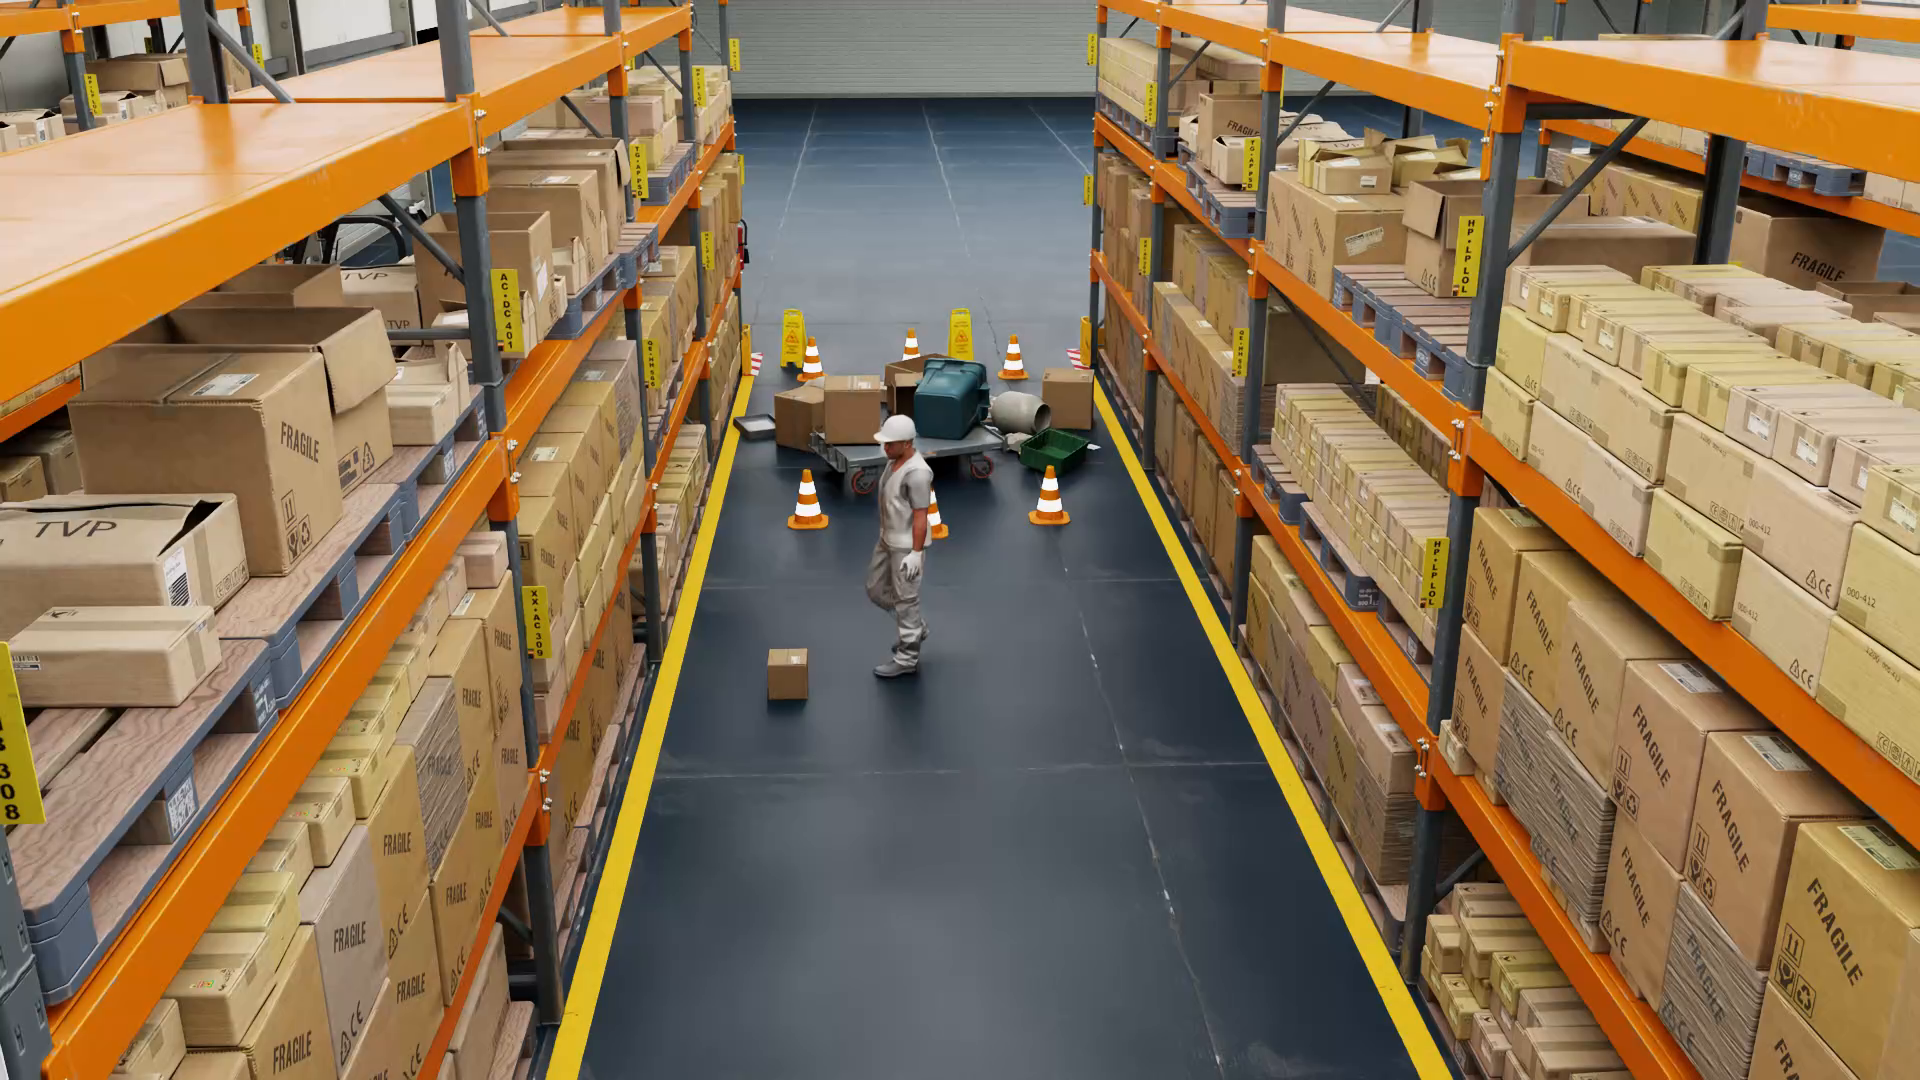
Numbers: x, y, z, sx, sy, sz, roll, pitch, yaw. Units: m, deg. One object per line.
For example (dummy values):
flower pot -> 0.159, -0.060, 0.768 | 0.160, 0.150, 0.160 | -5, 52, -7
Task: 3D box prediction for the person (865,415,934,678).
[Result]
person -> -0.370, 0.037, 10.922 | 0.477, 1.786, 0.561 | -8, 22, -21
